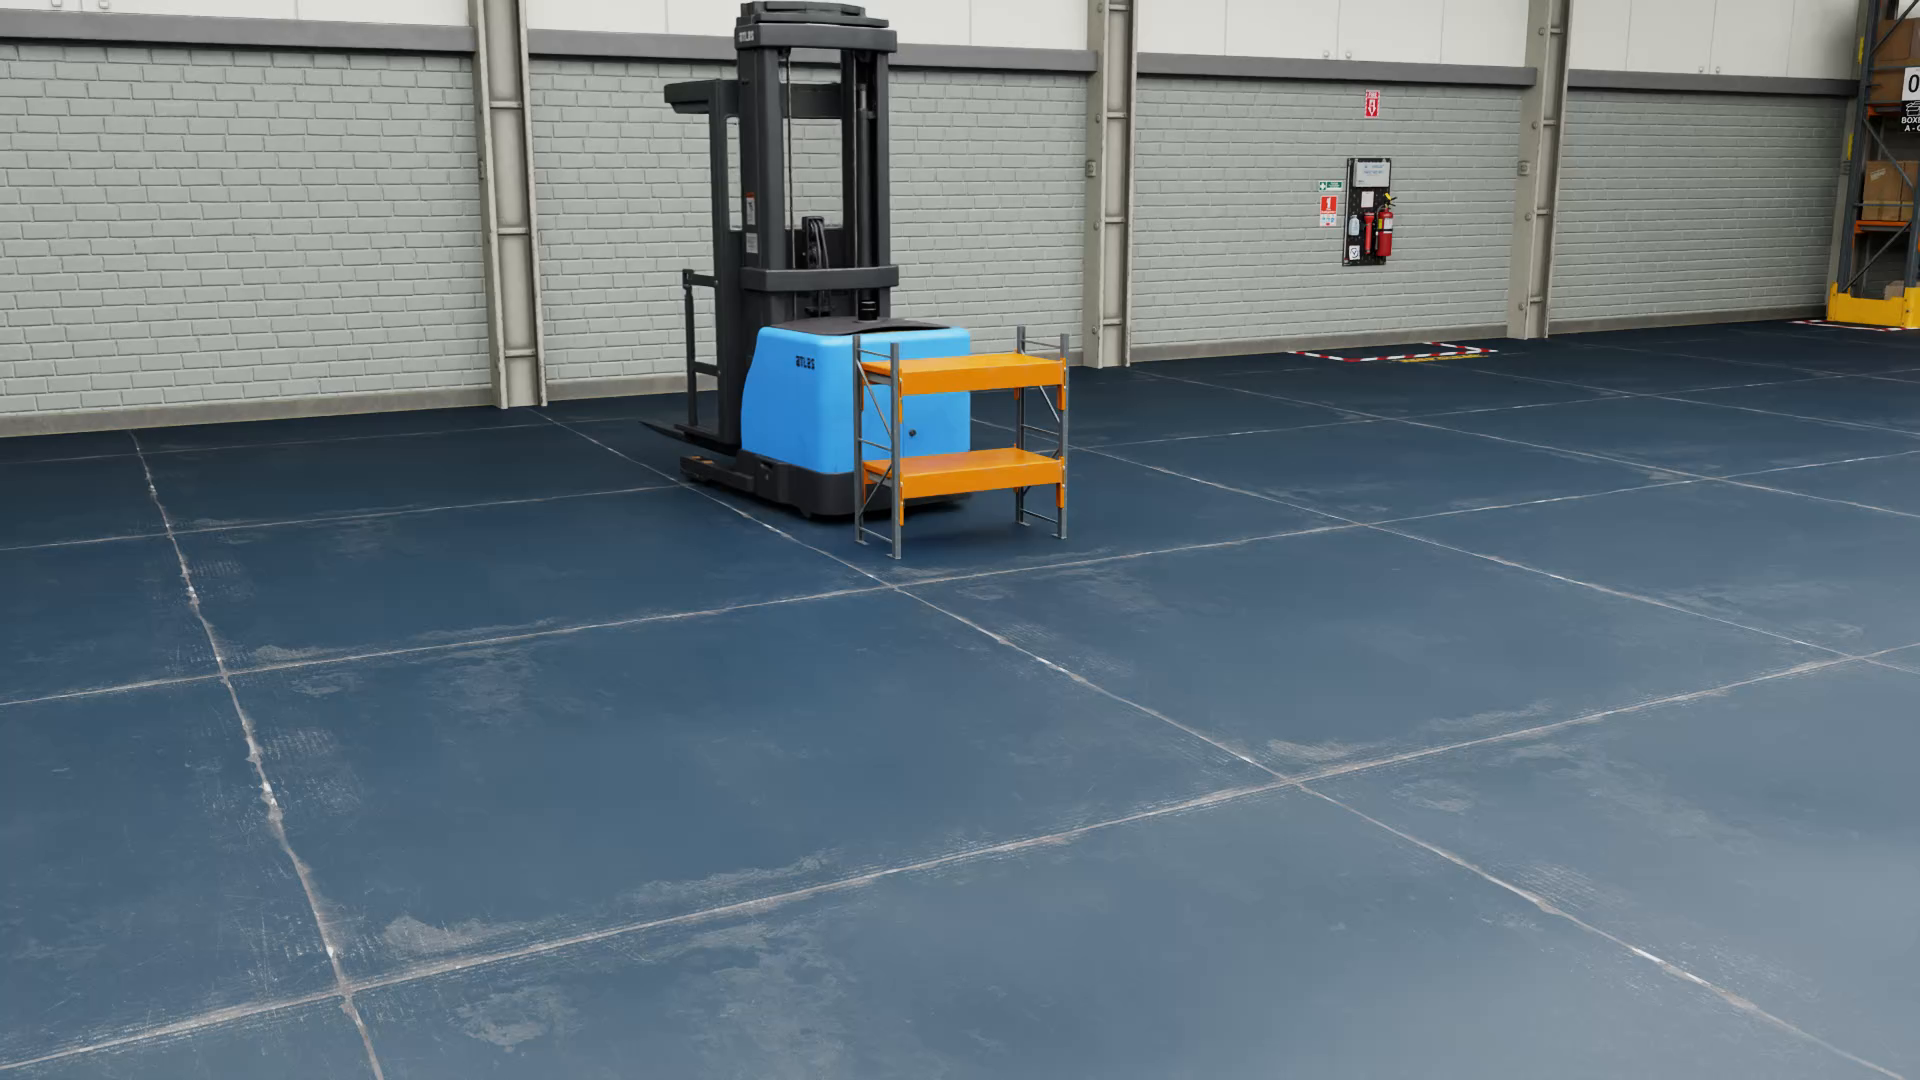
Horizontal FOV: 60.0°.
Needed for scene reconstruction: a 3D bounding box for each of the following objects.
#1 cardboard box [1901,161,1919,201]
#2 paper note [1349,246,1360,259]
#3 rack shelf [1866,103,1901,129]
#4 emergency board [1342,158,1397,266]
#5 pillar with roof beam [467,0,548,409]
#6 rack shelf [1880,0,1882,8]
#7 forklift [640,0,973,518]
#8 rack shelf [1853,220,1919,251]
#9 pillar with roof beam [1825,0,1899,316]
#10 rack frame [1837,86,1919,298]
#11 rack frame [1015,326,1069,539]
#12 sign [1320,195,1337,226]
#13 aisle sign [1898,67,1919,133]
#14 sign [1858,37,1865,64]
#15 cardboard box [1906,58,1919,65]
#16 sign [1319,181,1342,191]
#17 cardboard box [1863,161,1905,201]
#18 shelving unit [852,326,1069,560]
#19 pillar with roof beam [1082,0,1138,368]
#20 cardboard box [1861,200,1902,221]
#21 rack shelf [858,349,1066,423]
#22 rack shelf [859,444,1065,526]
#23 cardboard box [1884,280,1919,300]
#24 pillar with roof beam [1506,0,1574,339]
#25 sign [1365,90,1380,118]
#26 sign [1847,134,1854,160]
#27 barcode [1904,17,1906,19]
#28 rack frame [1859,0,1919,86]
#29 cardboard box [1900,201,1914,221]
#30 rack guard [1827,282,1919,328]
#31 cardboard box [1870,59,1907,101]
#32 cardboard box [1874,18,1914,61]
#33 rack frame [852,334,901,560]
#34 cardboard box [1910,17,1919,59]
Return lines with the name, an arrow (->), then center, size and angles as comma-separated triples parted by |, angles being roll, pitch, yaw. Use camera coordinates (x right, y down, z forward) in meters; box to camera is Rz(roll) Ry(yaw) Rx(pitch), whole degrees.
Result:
cardboard box -> 12.392, -4.568, 21.165 | 0.500, 0.500, 0.500 | -7, 14, -28
paper note -> 4.387, -3.195, 18.481 | 0.142, 0.148, 0.016 | -7, 14, -28
rack shelf -> 13.585, -5.596, 21.952 | 4.000, 0.370, 1.077 | -7, 14, -28
emergency board -> 4.576, -3.630, 18.408 | 0.643, 1.169, 0.194 | -7, 14, -28
pillar with roof beam -> -1.707, -4.718, 9.576 | 0.400, 9.000, 9.100 | -7, 14, -28
rack shelf -> 13.585, -7.058, 21.623 | 4.000, 0.370, 1.077 | -7, 14, -28
forklift -> -1.163, -1.828, 10.558 | 1.130, 2.935, 3.031 | -8, 15, -33
rack shelf -> 13.585, -4.133, 22.281 | 4.000, 0.370, 1.077 | -7, 14, -28
pillar with roof beam -> 14.092, -6.611, 17.990 | 0.400, 9.000, 9.100 | -7, 14, -28
rack frame -> 11.829, -4.274, 21.267 | 0.127, 3.000, 1.000 | -7, 14, -28
rack frame -> 0.452, -0.603, 9.226 | 0.032, 1.125, 0.500 | -7, 14, -28
sign -> 4.041, -3.609, 18.234 | 0.234, 0.329, 0.001 | -7, 14, -28
aisle sign -> 11.910, -5.477, 20.691 | 0.004, 0.787, 0.394 | -7, 14, -28
sign -> 11.581, -6.278, 21.325 | 0.005, 0.325, 0.100 | -7, 14, -28
cardboard box -> 12.243, -5.783, 20.867 | 0.500, 0.500, 0.500 | -6, 14, -26
sign -> 4.049, -3.867, 18.170 | 0.331, 0.109, 0.001 | -7, 14, -28
cardboard box -> 12.141, -4.667, 21.601 | 0.500, 0.500, 0.500 | -7, 14, -28
shelving unit -> 0.006, -0.549, 8.989 | 1.048, 1.125, 0.538 | -7, 14, -28
pillar with roof beam -> 3.559, -5.349, 12.380 | 0.400, 9.000, 9.100 | -7, 14, -28
cardboard box -> 12.147, -4.297, 21.666 | 0.500, 0.250, 0.500 | -7, 14, -27
rack shelf -> 0.006, -0.835, 8.925 | 1.000, 0.278, 0.538 | -7, 14, -28
rack shelf -> 0.006, -0.311, 9.043 | 1.000, 0.278, 0.538 | -7, 14, -28
cardboard box -> 12.480, -3.232, 21.760 | 0.500, 0.311, 0.500 | -9, 15, -34
pillar with roof beam -> 8.826, -5.980, 15.185 | 0.400, 9.000, 9.100 | -7, 14, -28
sign -> 4.521, -4.779, 18.235 | 0.199, 0.298, 0.001 | -7, 14, -28
sign -> 11.581, -5.102, 21.590 | 0.005, 0.325, 0.100 | -7, 14, -28
barcode -> 12.213, -6.737, 21.511 | 0.075, 0.075, 0.001 | -7, 14, -28
rack frame -> 11.829, -7.200, 20.608 | 0.127, 3.000, 1.000 | -7, 14, -28
cardboard box -> 12.410, -4.200, 21.238 | 0.500, 0.250, 0.500 | -7, 15, -29
rack guard -> 11.896, -3.062, 21.577 | 0.348, 0.500, 1.175 | -7, 14, -28
cardboard box -> 12.074, -5.888, 21.336 | 0.500, 0.500, 0.500 | -6, 14, -24
cardboard box -> 12.083, -6.379, 21.240 | 0.500, 0.500, 0.500 | -6, 14, -25
rack frame -> -0.440, -0.496, 8.751 | 0.032, 1.125, 0.500 | -7, 14, -28
cardboard box -> 12.284, -6.277, 20.787 | 0.500, 0.500, 0.500 | -8, 15, -32
